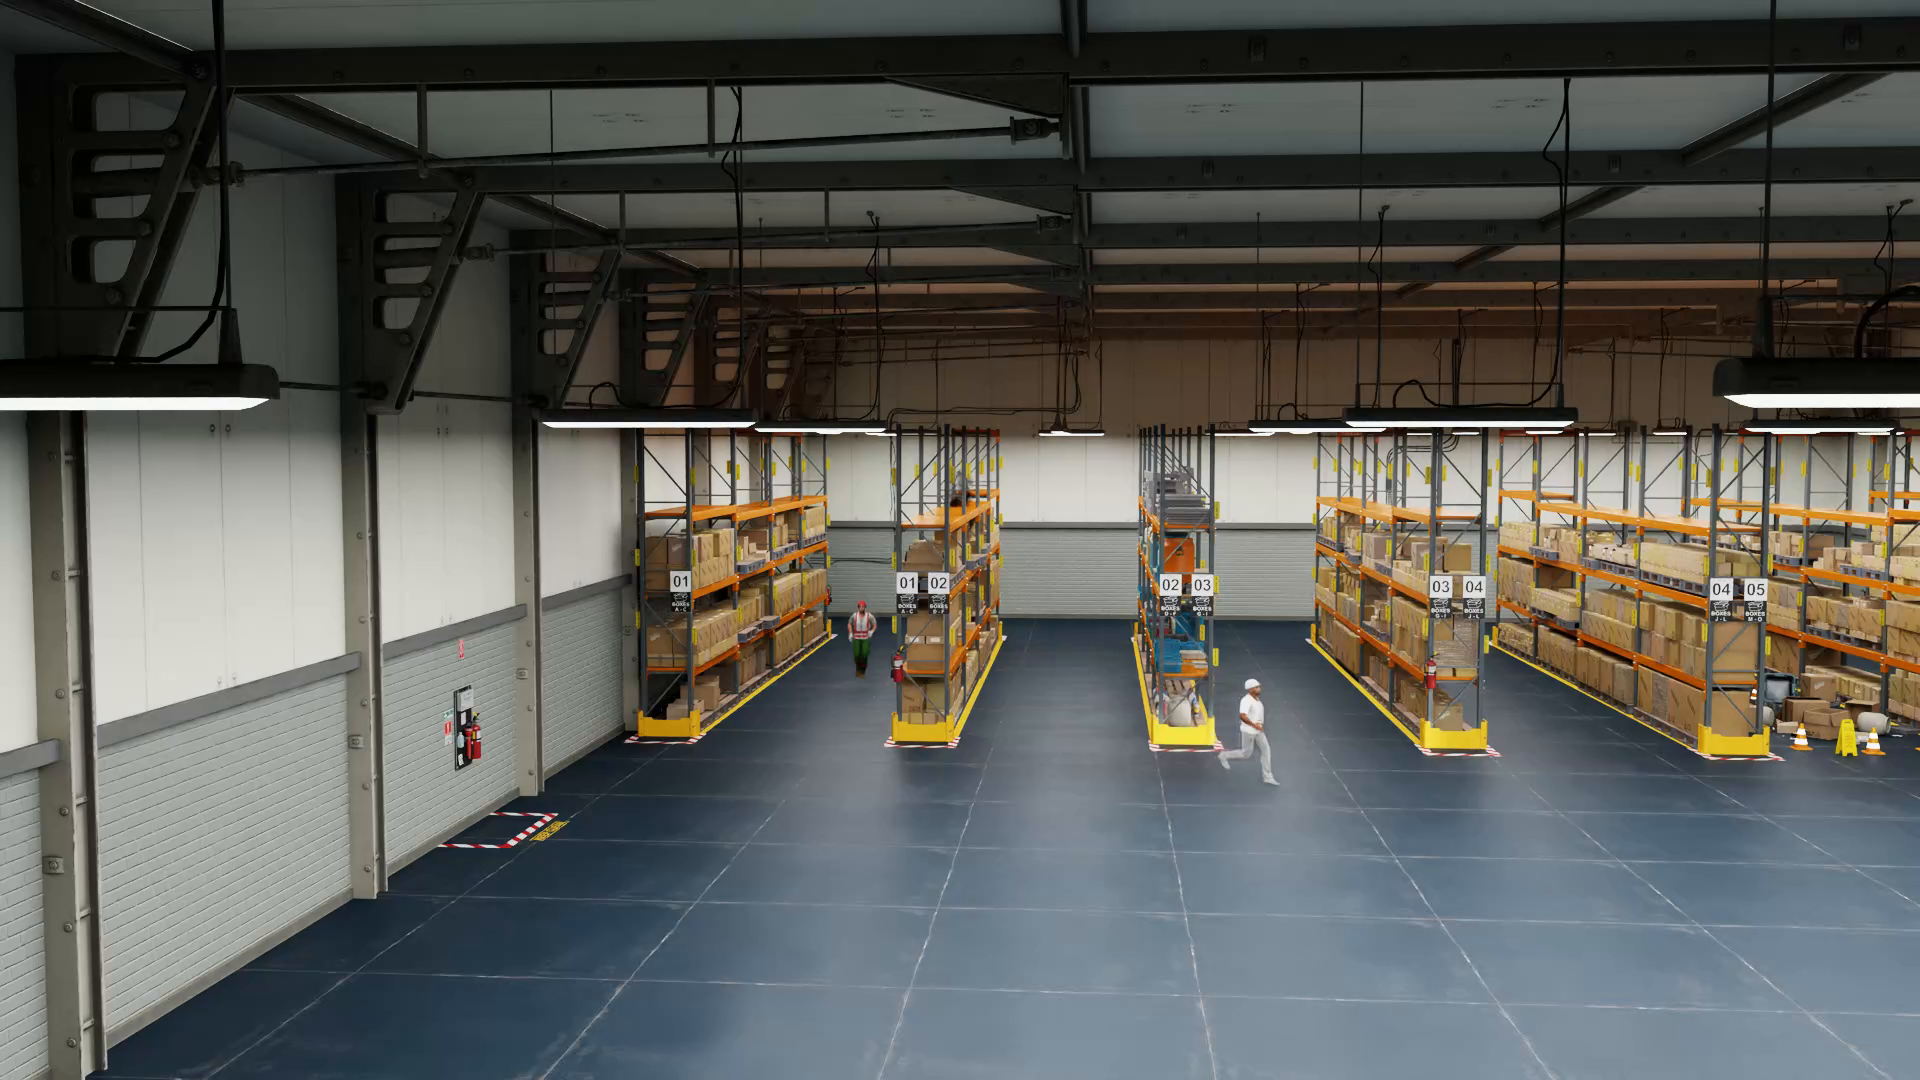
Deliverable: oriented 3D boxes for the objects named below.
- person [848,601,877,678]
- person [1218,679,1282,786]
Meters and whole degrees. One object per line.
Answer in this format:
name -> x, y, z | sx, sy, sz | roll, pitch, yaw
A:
person -> -2.212, 2.262, 37.688 | 0.668, 1.768, 0.539 | 0, 3, 0
person -> 4.821, 3.186, 27.650 | 1.090, 1.756, 0.672 | 2, 4, 35
